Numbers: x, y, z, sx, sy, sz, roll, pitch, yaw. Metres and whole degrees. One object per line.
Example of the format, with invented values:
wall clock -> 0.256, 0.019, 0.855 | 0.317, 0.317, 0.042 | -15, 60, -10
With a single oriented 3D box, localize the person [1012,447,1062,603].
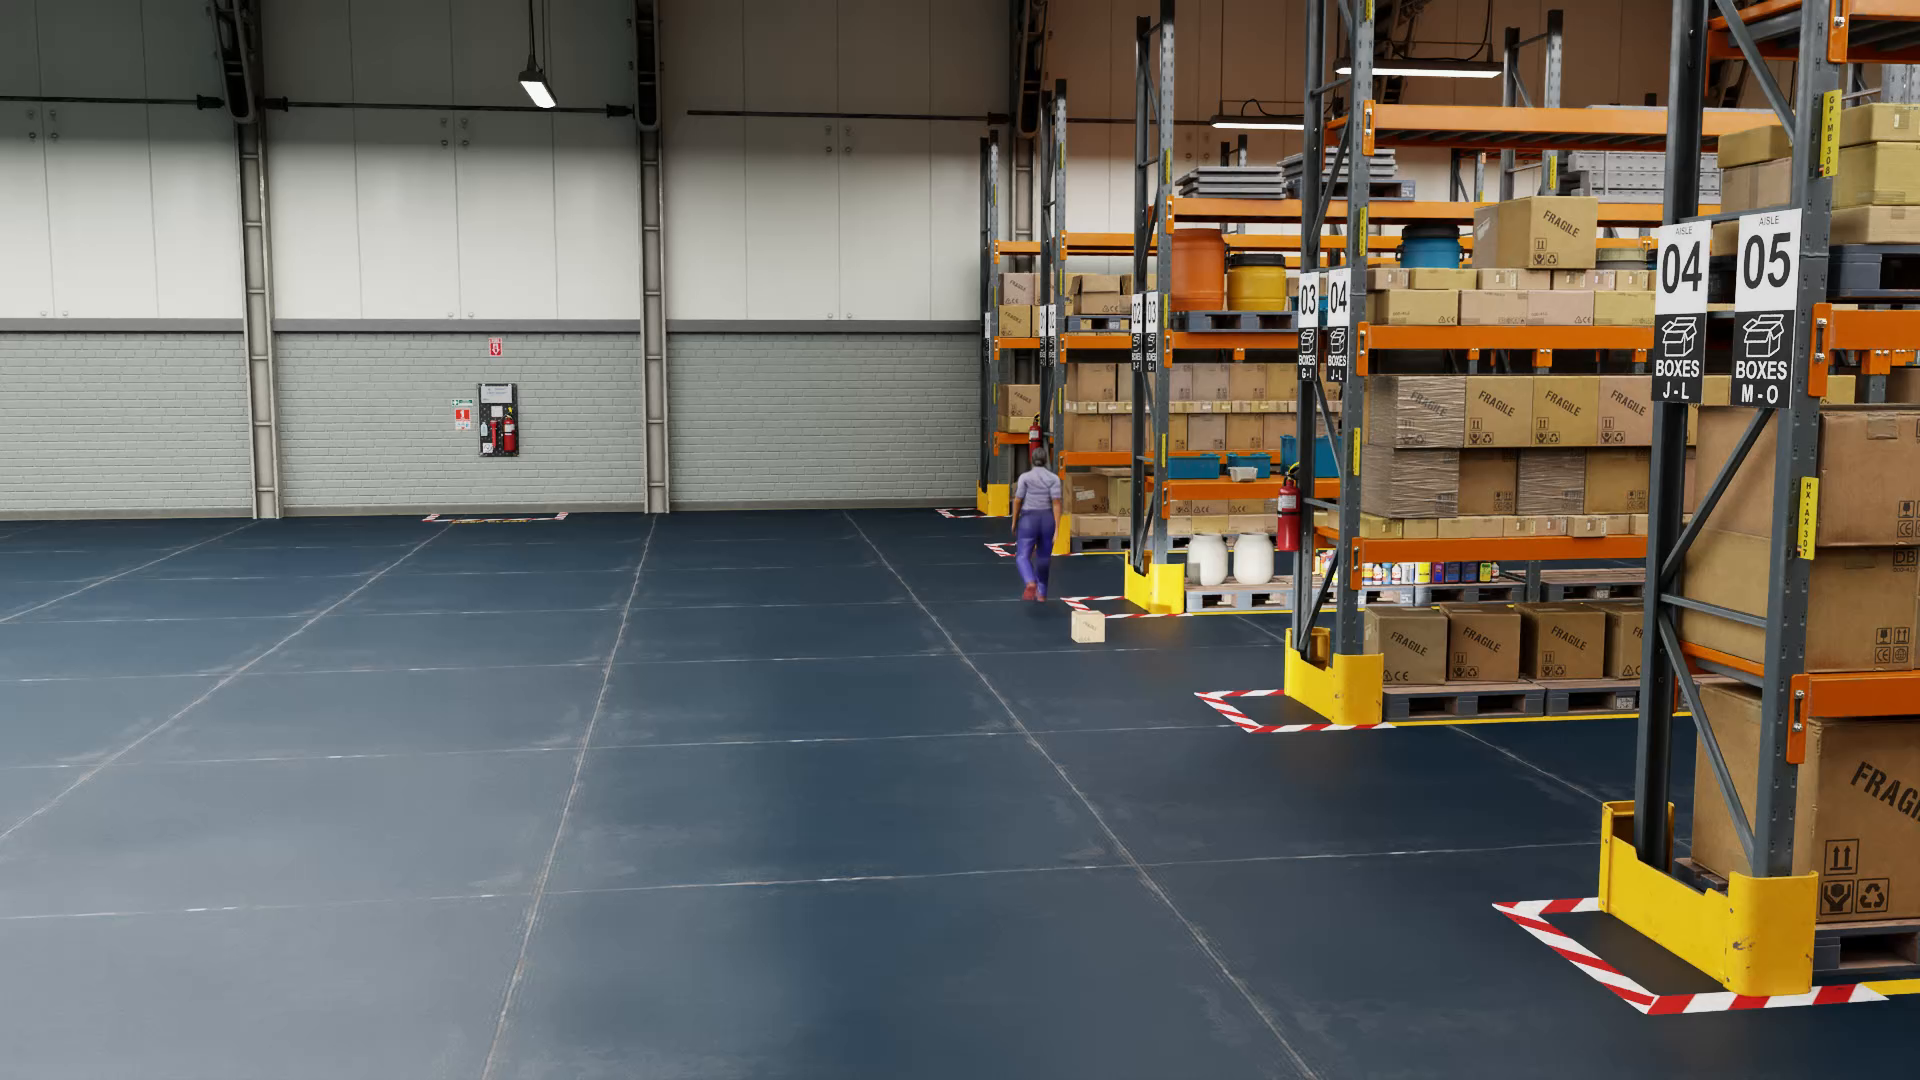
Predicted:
person -> 0.795, -0.137, 17.022 | 0.480, 1.595, 0.851 | -1, 7, -9
